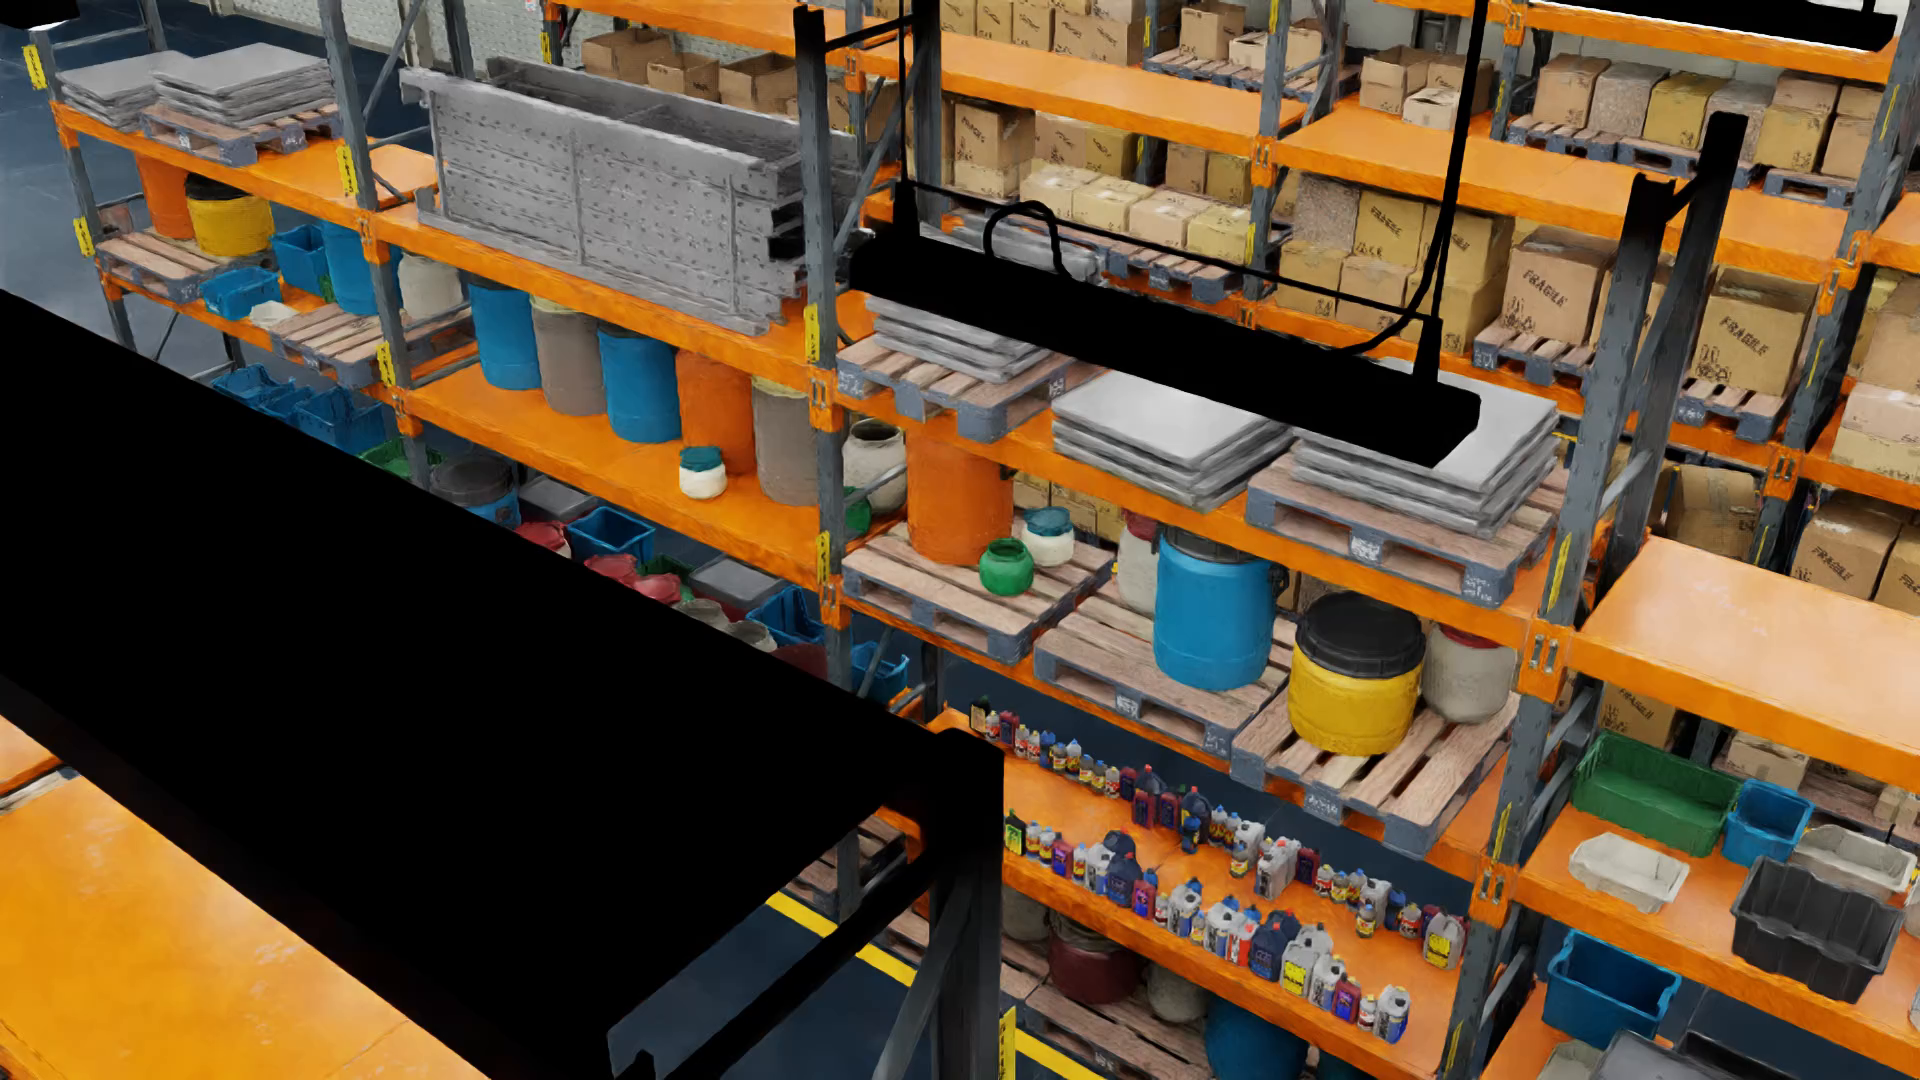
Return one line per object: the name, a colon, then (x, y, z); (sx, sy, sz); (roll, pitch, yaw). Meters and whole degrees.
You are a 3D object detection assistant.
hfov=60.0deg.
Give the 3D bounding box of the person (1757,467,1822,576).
person: (7.056, -0.295, 14.195); (0.527, 1.600, 0.347); (8, 32, 12)
